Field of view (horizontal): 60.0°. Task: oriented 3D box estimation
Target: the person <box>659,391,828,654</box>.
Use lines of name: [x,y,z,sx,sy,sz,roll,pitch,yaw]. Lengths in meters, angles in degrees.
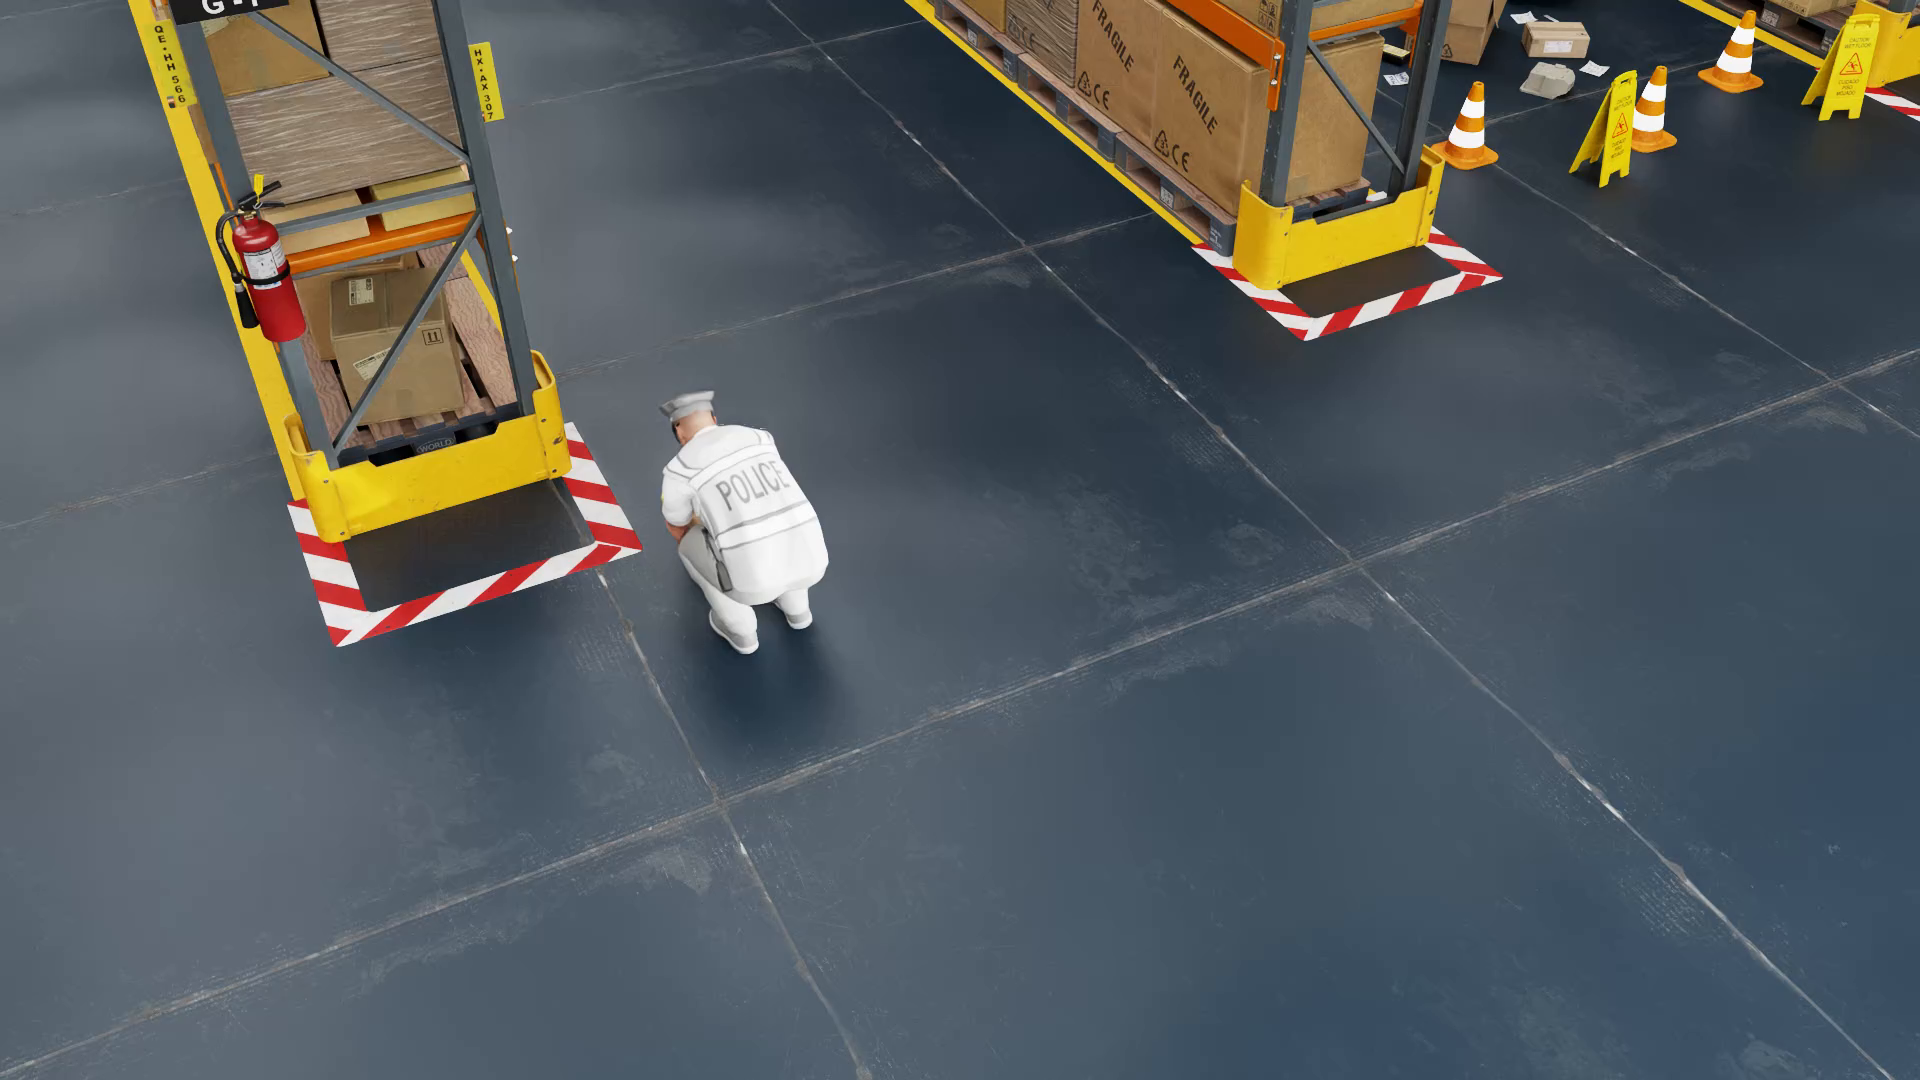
person: [-0.912,-0.077,6.874,0.552,0.931,0.954,-19,44,-20]
